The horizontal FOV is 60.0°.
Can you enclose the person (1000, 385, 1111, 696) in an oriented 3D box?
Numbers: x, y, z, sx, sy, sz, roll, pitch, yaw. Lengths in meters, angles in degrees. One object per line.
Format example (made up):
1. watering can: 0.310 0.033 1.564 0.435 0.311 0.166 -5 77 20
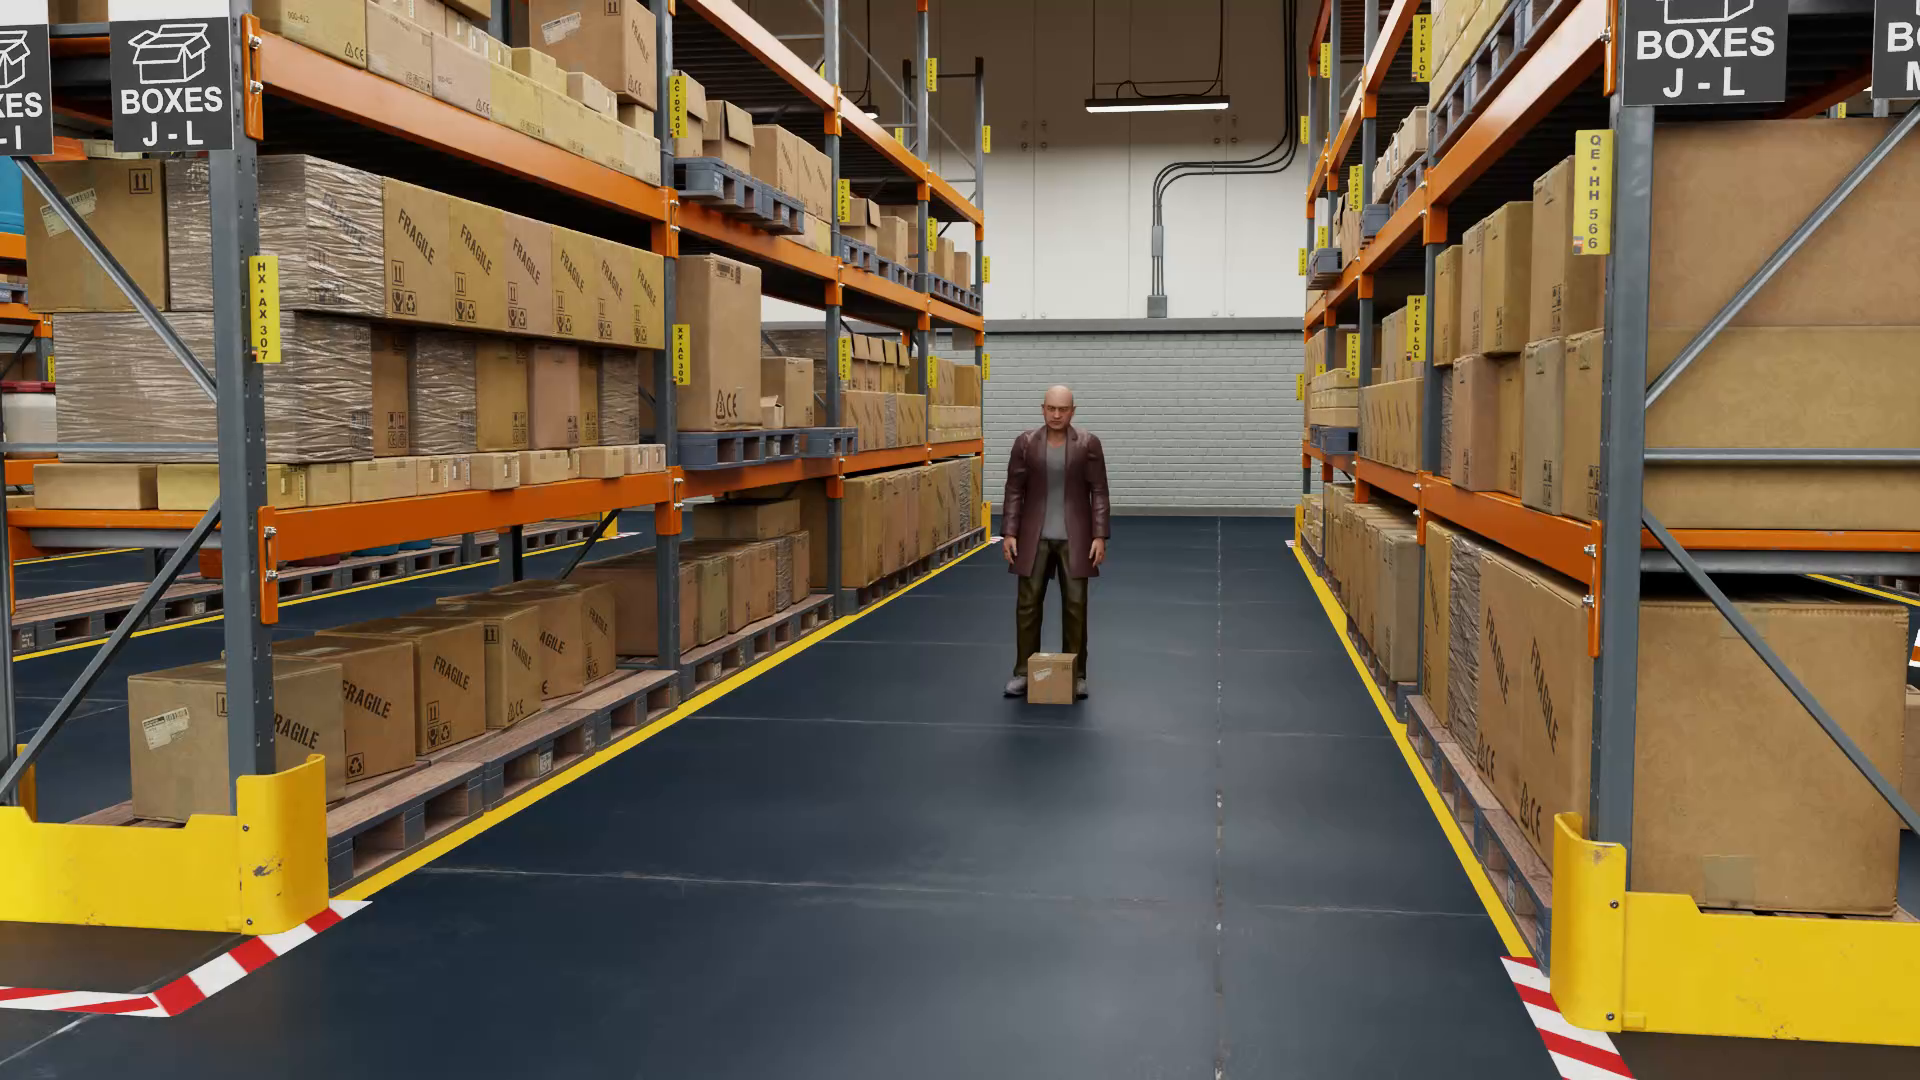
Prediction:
1. person: 0.546 0.001 9.568 0.641 1.773 0.428 1 4 9
